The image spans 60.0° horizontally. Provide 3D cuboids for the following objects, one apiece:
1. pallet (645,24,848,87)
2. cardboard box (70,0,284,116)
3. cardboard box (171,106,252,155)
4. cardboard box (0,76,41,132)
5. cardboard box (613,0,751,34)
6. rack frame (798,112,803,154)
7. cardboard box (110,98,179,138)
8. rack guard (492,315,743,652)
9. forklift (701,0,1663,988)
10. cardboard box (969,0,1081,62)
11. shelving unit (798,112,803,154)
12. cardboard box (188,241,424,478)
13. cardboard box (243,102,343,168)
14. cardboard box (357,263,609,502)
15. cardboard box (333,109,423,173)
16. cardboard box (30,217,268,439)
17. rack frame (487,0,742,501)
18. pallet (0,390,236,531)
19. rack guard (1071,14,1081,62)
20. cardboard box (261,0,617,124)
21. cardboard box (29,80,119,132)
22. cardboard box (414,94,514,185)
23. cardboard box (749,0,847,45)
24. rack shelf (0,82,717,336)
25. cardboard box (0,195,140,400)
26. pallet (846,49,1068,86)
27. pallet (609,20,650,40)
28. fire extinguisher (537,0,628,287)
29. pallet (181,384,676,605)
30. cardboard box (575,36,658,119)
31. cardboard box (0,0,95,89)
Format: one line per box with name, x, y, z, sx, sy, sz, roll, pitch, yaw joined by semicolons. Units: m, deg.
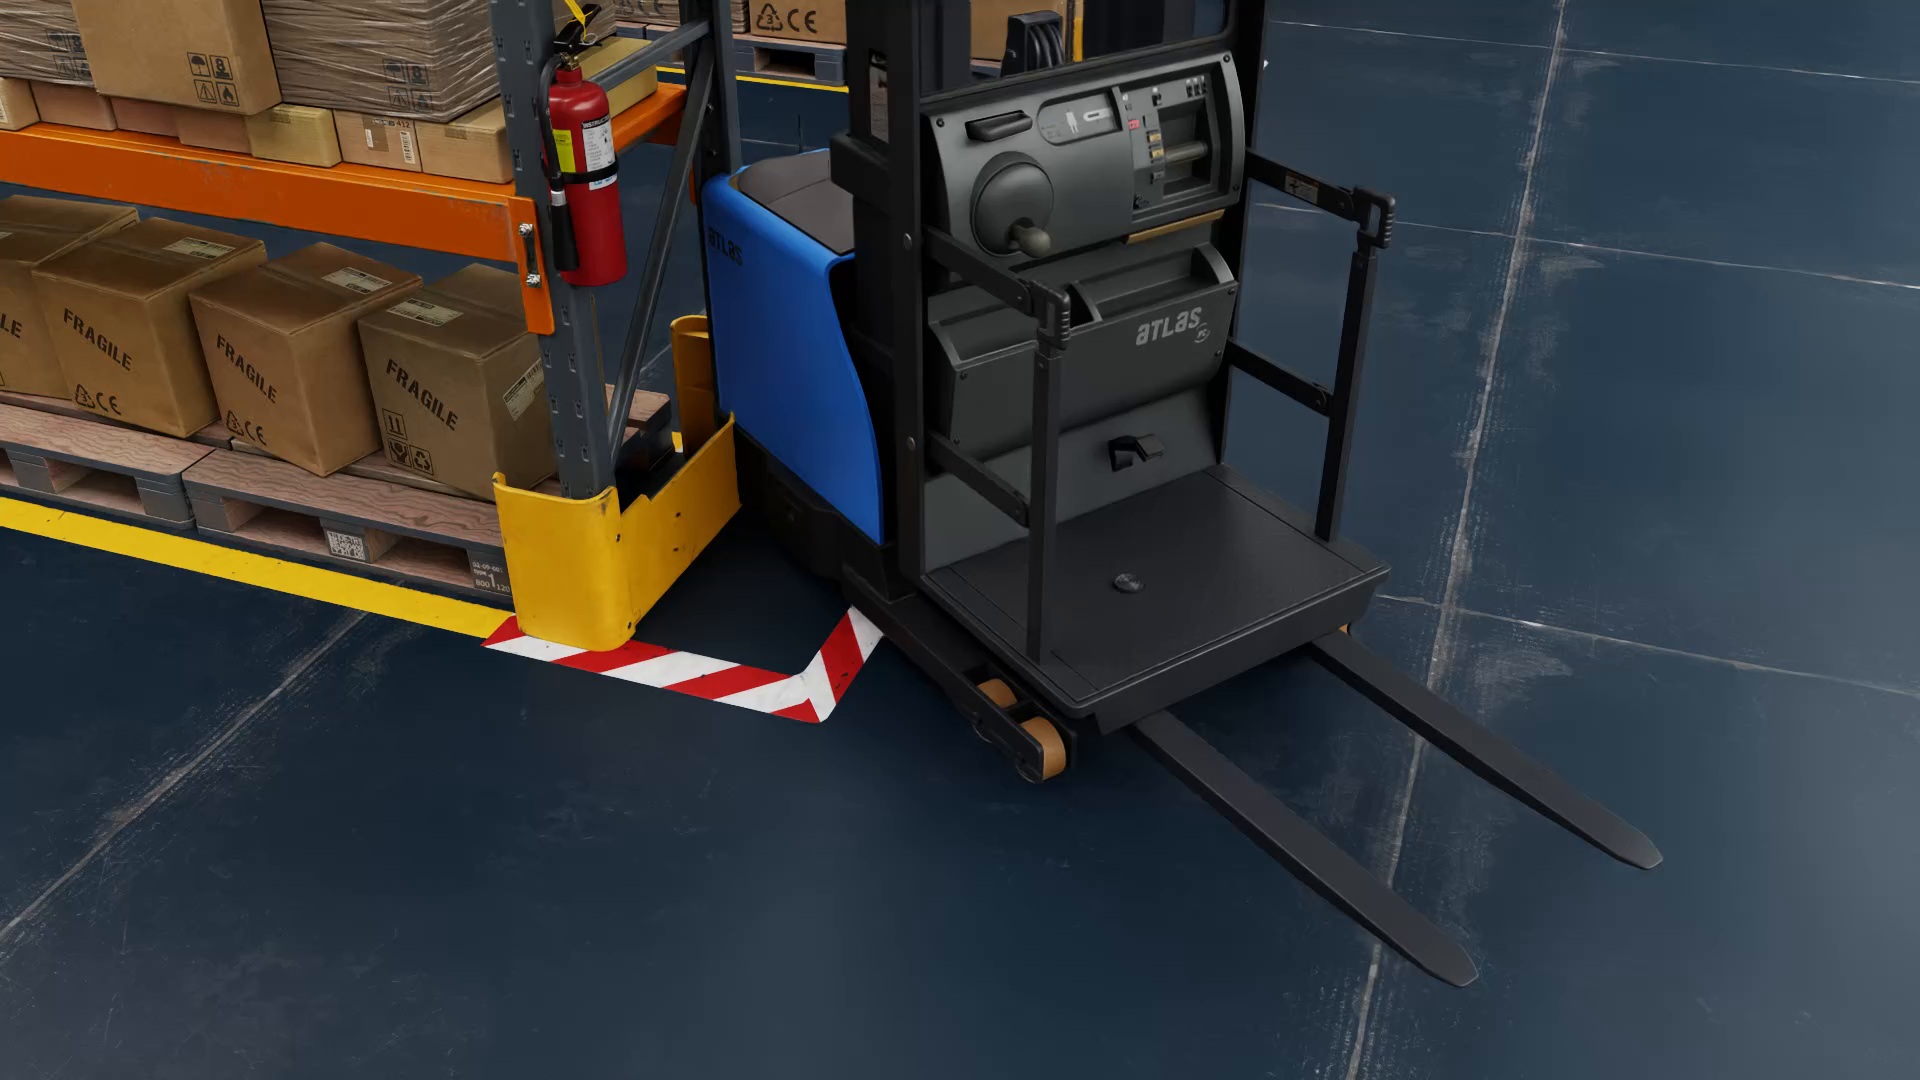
pallet;-1.035;-2.920;9.577;1.213;0.211;1.003;11;34;16
cardboard box;-1.900;-1.558;4.532;0.500;0.500;0.875;11;34;16
cardboard box;-1.936;-1.207;4.585;0.250;0.149;0.380;11;34;16
cardboard box;-2.666;-1.308;4.743;0.250;0.149;0.380;11;34;16
cardboard box;-1.459;-3.462;9.419;0.875;0.875;0.875;11;35;17
rack frame;-0.521;-0.914;5.688;0.008;1.050;0.200;-4;30;-6
cardboard box;-2.157;-1.274;4.689;0.250;0.149;0.380;11;34;16
rack guard;-0.952;-0.210;5.115;0.348;0.500;1.175;11;34;16
forklift;0.453;-0.905;3.950;1.130;2.935;3.031;-20;38;-28
cardboard box;0.228;-3.135;8.911;0.875;0.875;0.875;11;35;17
shelving unit;-0.399;-0.921;5.699;0.252;1.050;0.215;-4;30;-6
cardboard box;-2.037;-0.587;5.312;0.500;0.500;0.500;21;38;29
cardboard box;-1.706;-1.153;4.502;0.250;0.149;0.380;11;34;16
cardboard box;-1.462;-0.495;5.169;0.500;0.500;0.500;18;37;25
cardboard box;-1.453;-1.134;4.472;0.250;0.149;0.380;11;34;16
cardboard box;-2.620;-0.712;5.504;0.500;0.500;0.500;14;35;21
rack frame;-0.880;-1.246;4.415;0.127;3.000;1.000;11;34;16
pallet;-2.849;-0.480;5.798;1.213;0.211;1.003;11;34;16
rack guard;0.911;-2.706;8.980;0.348;0.500;1.175;11;34;16
cardboard box;-1.389;-1.528;4.485;0.500;0.500;0.875;11;34;16
cardboard box;-2.400;-1.308;4.742;0.250;0.149;0.380;11;34;16
cardboard box;-1.218;-1.088;4.401;0.250;0.149;0.380;11;34;16
cardboard box;-0.601;-3.295;9.159;0.875;0.875;0.875;10;34;16
rack shelf;-2.763;-1.310;5.177;4.000;0.370;1.077;11;34;16
cardboard box;-3.130;-0.837;5.698;0.500;0.500;0.500;8;34;12
pallet;0.109;-2.695;9.230;1.213;0.211;1.003;11;34;16
pallet;-2.188;-3.142;9.922;1.213;0.211;1.003;11;34;16
fire extinguisher;-0.928;-0.958;4.039;0.183;0.674;0.296;11;34;16
pallet;-1.705;-0.256;5.451;1.213;0.211;1.003;11;34;16
cardboard box;-1.068;-1.315;4.752;0.250;0.149;0.380;11;34;16
cardboard box;-2.356;-1.672;4.708;0.500;0.500;0.875;11;34;16
